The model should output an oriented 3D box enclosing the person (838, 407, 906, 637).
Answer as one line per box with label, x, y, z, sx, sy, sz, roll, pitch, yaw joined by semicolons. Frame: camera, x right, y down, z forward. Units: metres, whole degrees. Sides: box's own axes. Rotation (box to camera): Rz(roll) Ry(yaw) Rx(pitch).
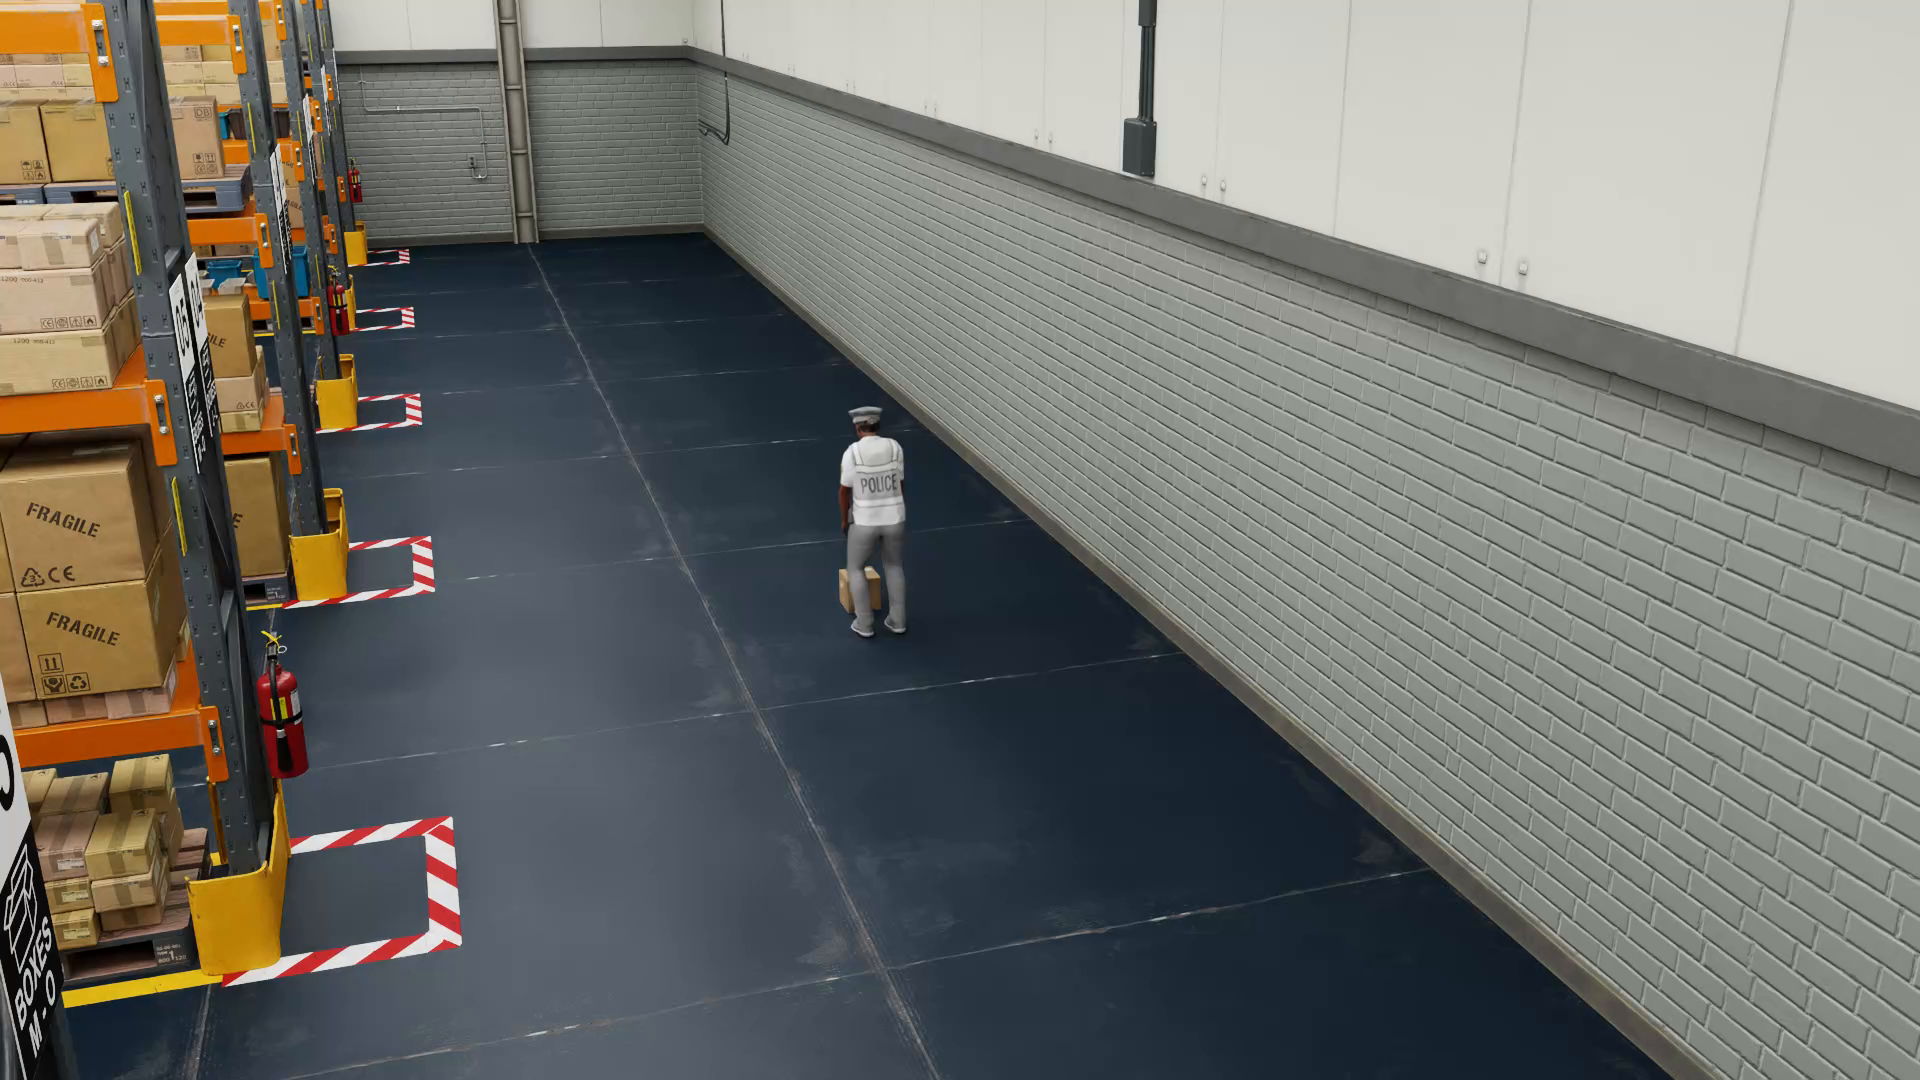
person;-0.609;-0.122;11.510;0.461;1.615;0.460;-6;20;-16
